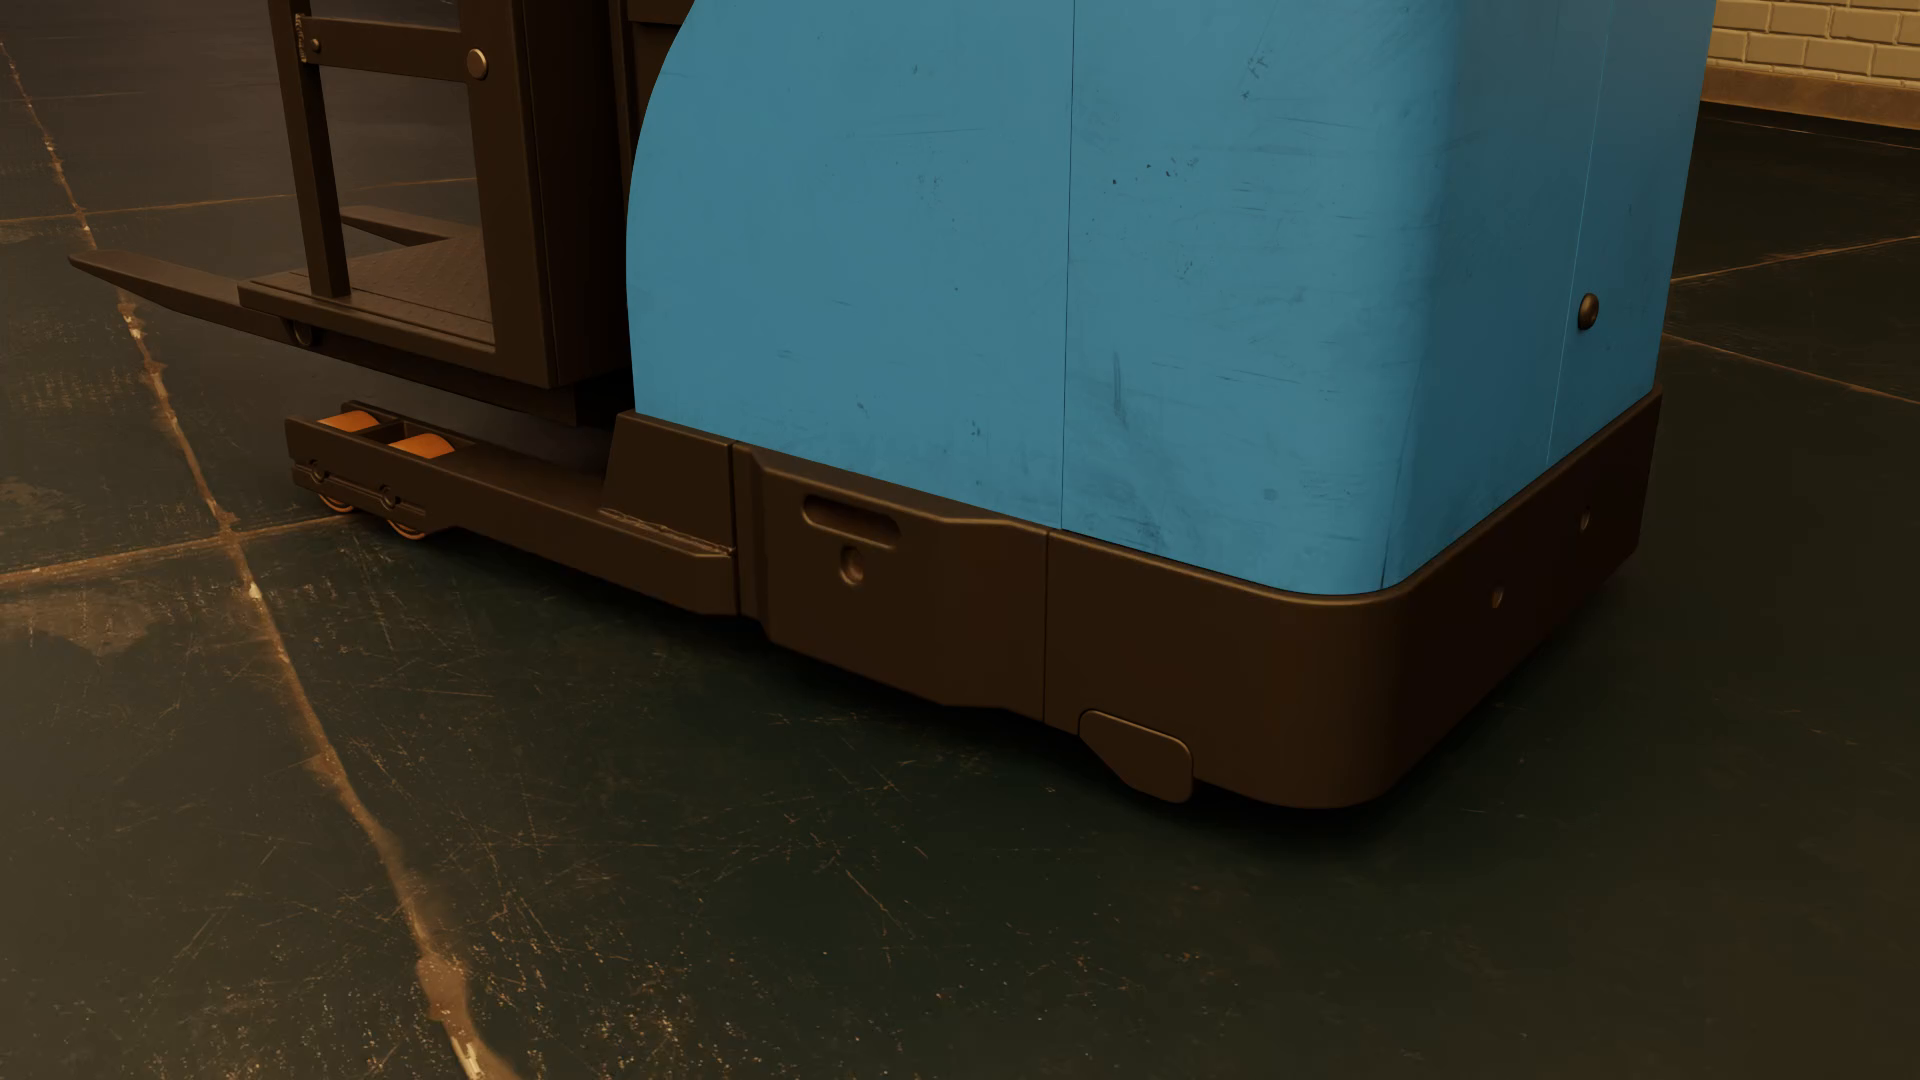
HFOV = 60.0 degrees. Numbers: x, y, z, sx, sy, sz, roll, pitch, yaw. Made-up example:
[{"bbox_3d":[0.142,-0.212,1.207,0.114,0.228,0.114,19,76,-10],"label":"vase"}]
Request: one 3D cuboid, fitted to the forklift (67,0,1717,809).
[{"bbox_3d":[-0.481,-1.497,2.422,3.031,2.935,1.130,16,27,34],"label":"forklift"}]
